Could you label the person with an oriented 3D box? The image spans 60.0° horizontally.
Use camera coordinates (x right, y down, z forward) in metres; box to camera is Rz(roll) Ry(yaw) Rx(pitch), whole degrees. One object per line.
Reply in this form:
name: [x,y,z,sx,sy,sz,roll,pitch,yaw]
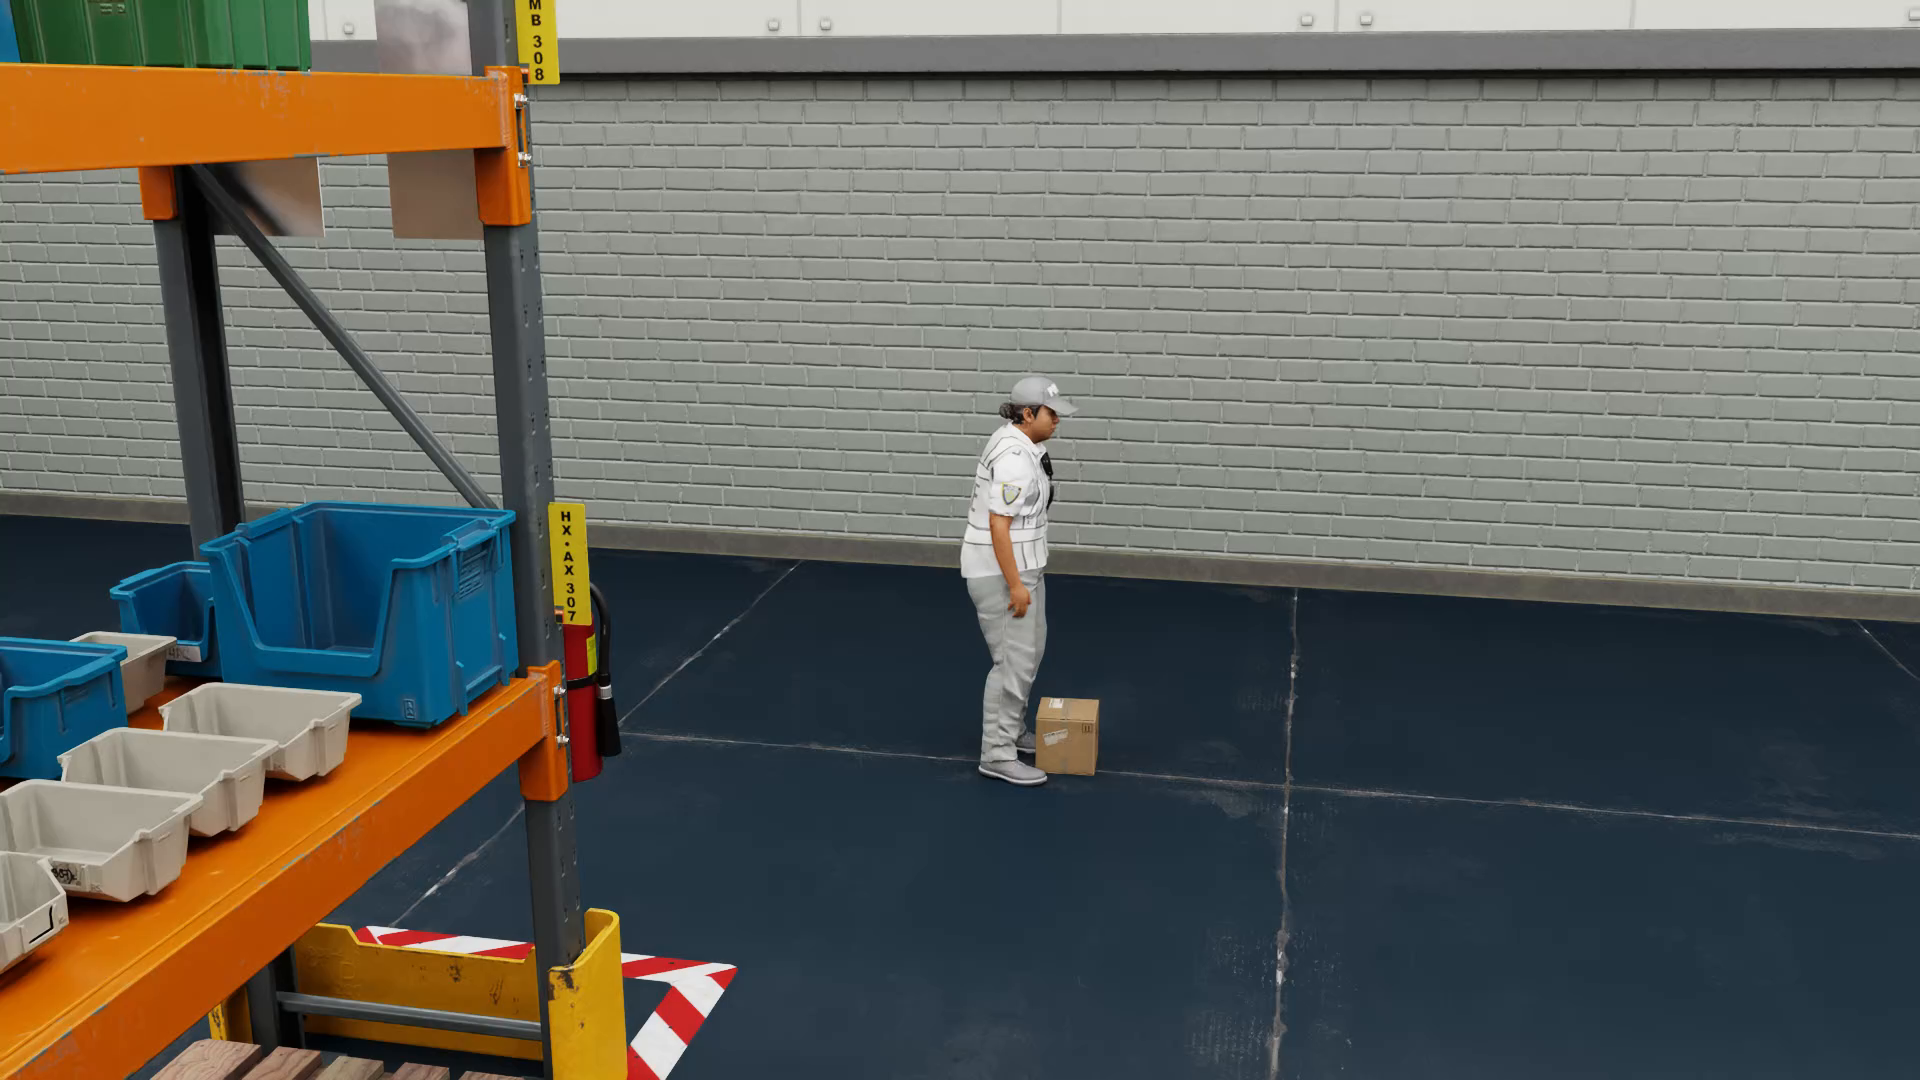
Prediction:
person: [0.245,0.144,6.952,0.468,1.667,0.557,2,15,9]
